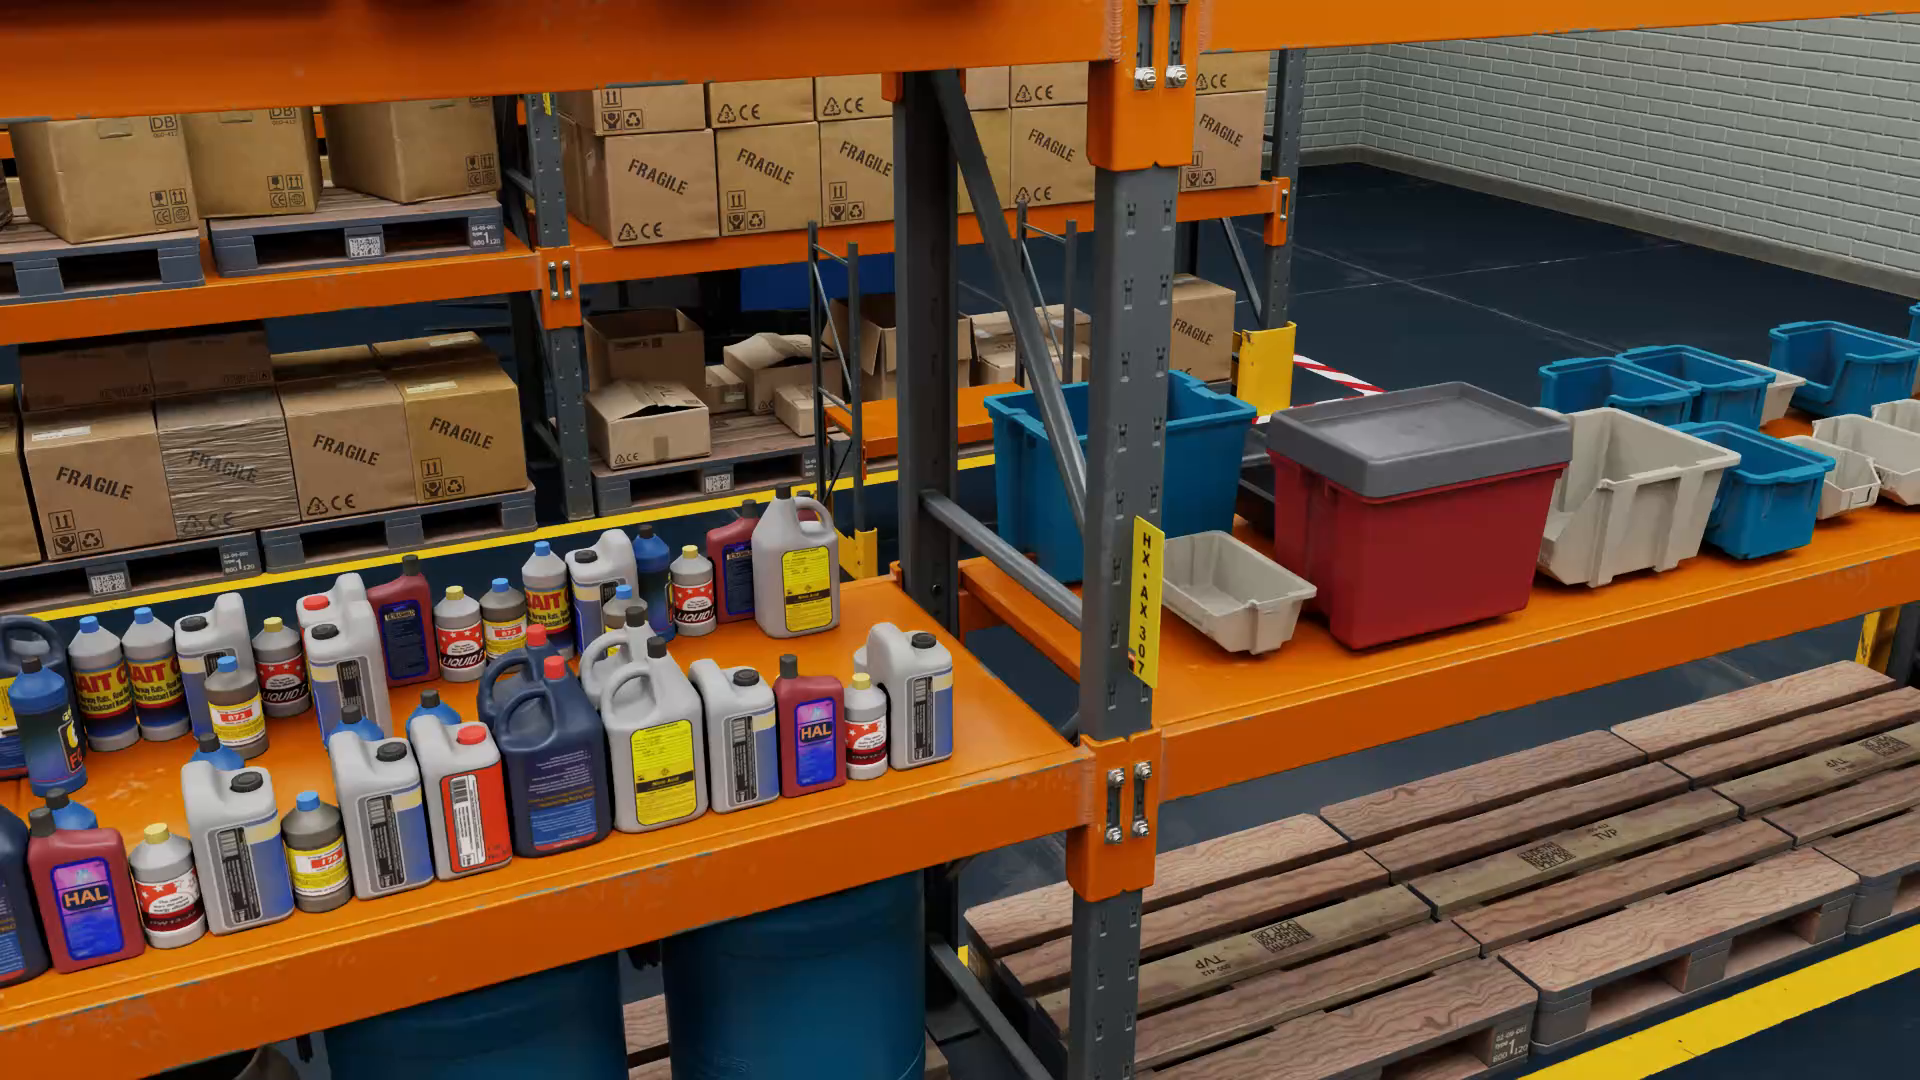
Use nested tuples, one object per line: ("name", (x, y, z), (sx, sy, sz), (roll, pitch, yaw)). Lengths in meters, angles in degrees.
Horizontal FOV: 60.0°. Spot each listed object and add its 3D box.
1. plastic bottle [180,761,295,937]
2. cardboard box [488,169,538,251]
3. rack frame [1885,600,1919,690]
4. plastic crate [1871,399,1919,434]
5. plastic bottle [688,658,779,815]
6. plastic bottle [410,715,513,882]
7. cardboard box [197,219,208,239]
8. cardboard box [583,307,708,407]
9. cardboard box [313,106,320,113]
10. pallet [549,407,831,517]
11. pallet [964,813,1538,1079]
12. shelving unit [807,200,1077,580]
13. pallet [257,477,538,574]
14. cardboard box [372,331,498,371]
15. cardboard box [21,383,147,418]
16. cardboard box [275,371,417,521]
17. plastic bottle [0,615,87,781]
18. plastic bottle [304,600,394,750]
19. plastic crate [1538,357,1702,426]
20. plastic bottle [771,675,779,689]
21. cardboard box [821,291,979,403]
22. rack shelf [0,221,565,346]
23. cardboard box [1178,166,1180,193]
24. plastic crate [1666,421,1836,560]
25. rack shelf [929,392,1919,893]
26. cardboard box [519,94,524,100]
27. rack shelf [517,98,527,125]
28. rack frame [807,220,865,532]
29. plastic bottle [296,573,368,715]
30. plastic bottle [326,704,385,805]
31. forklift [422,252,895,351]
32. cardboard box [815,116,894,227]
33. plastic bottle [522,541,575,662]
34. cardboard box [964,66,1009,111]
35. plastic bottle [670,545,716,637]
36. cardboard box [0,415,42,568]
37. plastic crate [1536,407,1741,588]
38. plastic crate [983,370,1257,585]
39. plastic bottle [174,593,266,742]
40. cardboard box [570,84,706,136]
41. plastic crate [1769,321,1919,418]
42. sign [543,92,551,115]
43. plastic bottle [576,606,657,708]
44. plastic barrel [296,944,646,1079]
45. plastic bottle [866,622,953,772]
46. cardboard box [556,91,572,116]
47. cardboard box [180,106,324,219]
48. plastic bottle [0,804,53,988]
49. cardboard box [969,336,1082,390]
("plastic bottle", (-1.211, 0.498, 2.788), (0.135, 0.276, 0.152), (-10, 25, -24))
("cardboard box", (-3.461, -2.484, 12.547), (0.500, 0.500, 0.700), (-10, 25, -23))
("rack frame", (3.722, -0.605, 5.290), (0.127, 3.000, 1.000), (-10, 25, -24))
("plastic crate", (2.798, -0.270, 4.747), (0.243, 0.136, 0.396), (-10, 25, -24))
("plastic bottle", (-0.426, 0.353, 3.137), (0.135, 0.276, 0.152), (-10, 25, -24))
("plastic bottle", (-0.881, 0.437, 2.935), (0.135, 0.276, 0.152), (-10, 25, -24))
("cardboard box", (-5.508, -2.255, 11.539), (0.750, 0.750, 0.750), (-10, 24, -22))
("cardboard box", (-1.637, -0.890, 8.671), (0.500, 0.500, 0.500), (-10, 25, -24))
("cardboard box", (-4.578, -3.045, 11.487), (0.250, 0.149, 0.380), (-10, 24, -23))
("pallet", (-1.408, -0.474, 8.620), (1.213, 0.211, 1.003), (-10, 25, -24))
("pallet", (0.763, 1.211, 4.547), (1.213, 0.211, 1.003), (-10, 25, -24))
("shelving unit", (-0.069, -0.680, 7.433), (1.083, 1.500, 0.587), (-10, 25, -24))
("pallet", (-2.744, -0.213, 7.988), (1.213, 0.211, 1.003), (-10, 25, -24))
("cardboard box", (-2.569, -0.701, 8.215), (0.500, 0.500, 0.500), (-12, 25, -26))
("cardboard box", (-3.954, -0.445, 7.596), (0.500, 0.500, 0.500), (-11, 25, -26))
("cardboard box", (-2.797, -0.438, 7.579), (0.500, 0.500, 0.500), (-10, 25, -23))
("plastic bottle", (-1.829, 0.276, 3.225), (0.185, 0.351, 0.144), (-10, 25, -24))
("plastic bottle", (-1.233, 0.267, 3.345), (0.135, 0.276, 0.152), (-10, 25, -24))
("plastic crate", (1.900, -0.360, 4.838), (0.300, 0.233, 0.416), (-10, 25, -24))
("plastic bottle", (-0.336, 0.357, 3.226), (0.097, 0.201, 0.097), (0, 22, 0))
("cardboard box", (-0.337, -1.013, 8.963), (0.637, 0.503, 0.797), (-10, 25, -24))
("rack shelf", (-3.829, -0.985, 7.149), (4.000, 0.370, 1.077), (-10, 25, -24))
("cardboard box", (0.826, -2.104, 8.779), (0.500, 0.500, 0.500), (-10, 25, -23))
("plastic crate", (1.983, -0.126, 4.274), (0.300, 0.233, 0.416), (-10, 25, -24))
("rack shelf", (1.920, 0.059, 4.626), (4.000, 0.370, 1.077), (-10, 25, -24))
("cardboard box", (-3.023, -3.698, 12.369), (0.700, 0.700, 0.980), (-11, 25, -25))
("rack shelf", (-2.377, -3.355, 12.874), (4.000, 0.370, 1.077), (-10, 25, -24))
("rack frame", (-0.535, -0.595, 7.225), (0.032, 1.500, 0.500), (-10, 25, -24))
("plastic bottle", (-1.299, 0.215, 3.471), (0.135, 0.276, 0.152), (-10, 25, -24))
("plastic bottle", (-1.073, 0.421, 2.979), (0.097, 0.271, 0.097), (0, 22, 0))
("forklift", (-1.892, -2.669, 10.365), (3.031, 2.935, 1.130), (-3, 23, -8))
("cardboard box", (-0.538, -1.854, 8.177), (0.500, 0.500, 0.500), (-11, 25, -24))
("plastic bottle", (-0.911, 0.134, 3.673), (0.097, 0.271, 0.097), (0, 22, 0))
("cardboard box", (-0.088, -2.395, 8.177), (0.500, 0.500, 0.500), (-10, 24, -22))
("plastic bottle", (-0.614, 0.112, 3.818), (0.097, 0.201, 0.097), (0, 22, 0))
("cardboard box", (-4.174, -0.181, 6.959), (0.500, 0.500, 0.500), (-11, 25, -24))
("plastic crate", (1.573, -0.104, 4.157), (0.530, 0.282, 0.437), (-10, 25, -24))
("plastic crate", (0.390, -0.157, 4.150), (0.575, 0.384, 0.392), (-10, 25, -24))
("plastic bottle", (-1.508, 0.253, 3.378), (0.135, 0.276, 0.152), (-10, 25, -24))
("cardboard box", (-1.481, -2.139, 7.557), (0.500, 0.500, 0.500), (-10, 24, -22))
("plastic crate", (2.763, -0.519, 5.222), (0.300, 0.233, 0.416), (-10, 25, -24))
("sign", (-1.783, -1.994, 7.130), (0.005, 0.325, 0.100), (-10, 25, -24))
("plastic bottle", (-0.631, 0.297, 3.176), (0.185, 0.351, 0.144), (-10, 25, -24))
("plastic barrel", (-1.018, 1.036, 3.520), (0.708, 0.901, 0.600), (-10, 25, -24))
("plastic bottle", (-0.097, 0.293, 3.284), (0.135, 0.276, 0.152), (-10, 25, -24))
("cardboard box", (-1.684, -2.331, 8.020), (0.500, 0.500, 0.500), (-10, 25, -23))
("cardboard box", (-3.143, -1.752, 7.381), (0.500, 0.500, 0.700), (-6, 23, -15))
("plastic bottle", (-1.561, 0.529, 2.614), (0.185, 0.351, 0.144), (-10, 25, -24))
("cardboard box", (0.325, -0.923, 9.078), (0.500, 0.250, 0.500), (-10, 25, -24))
